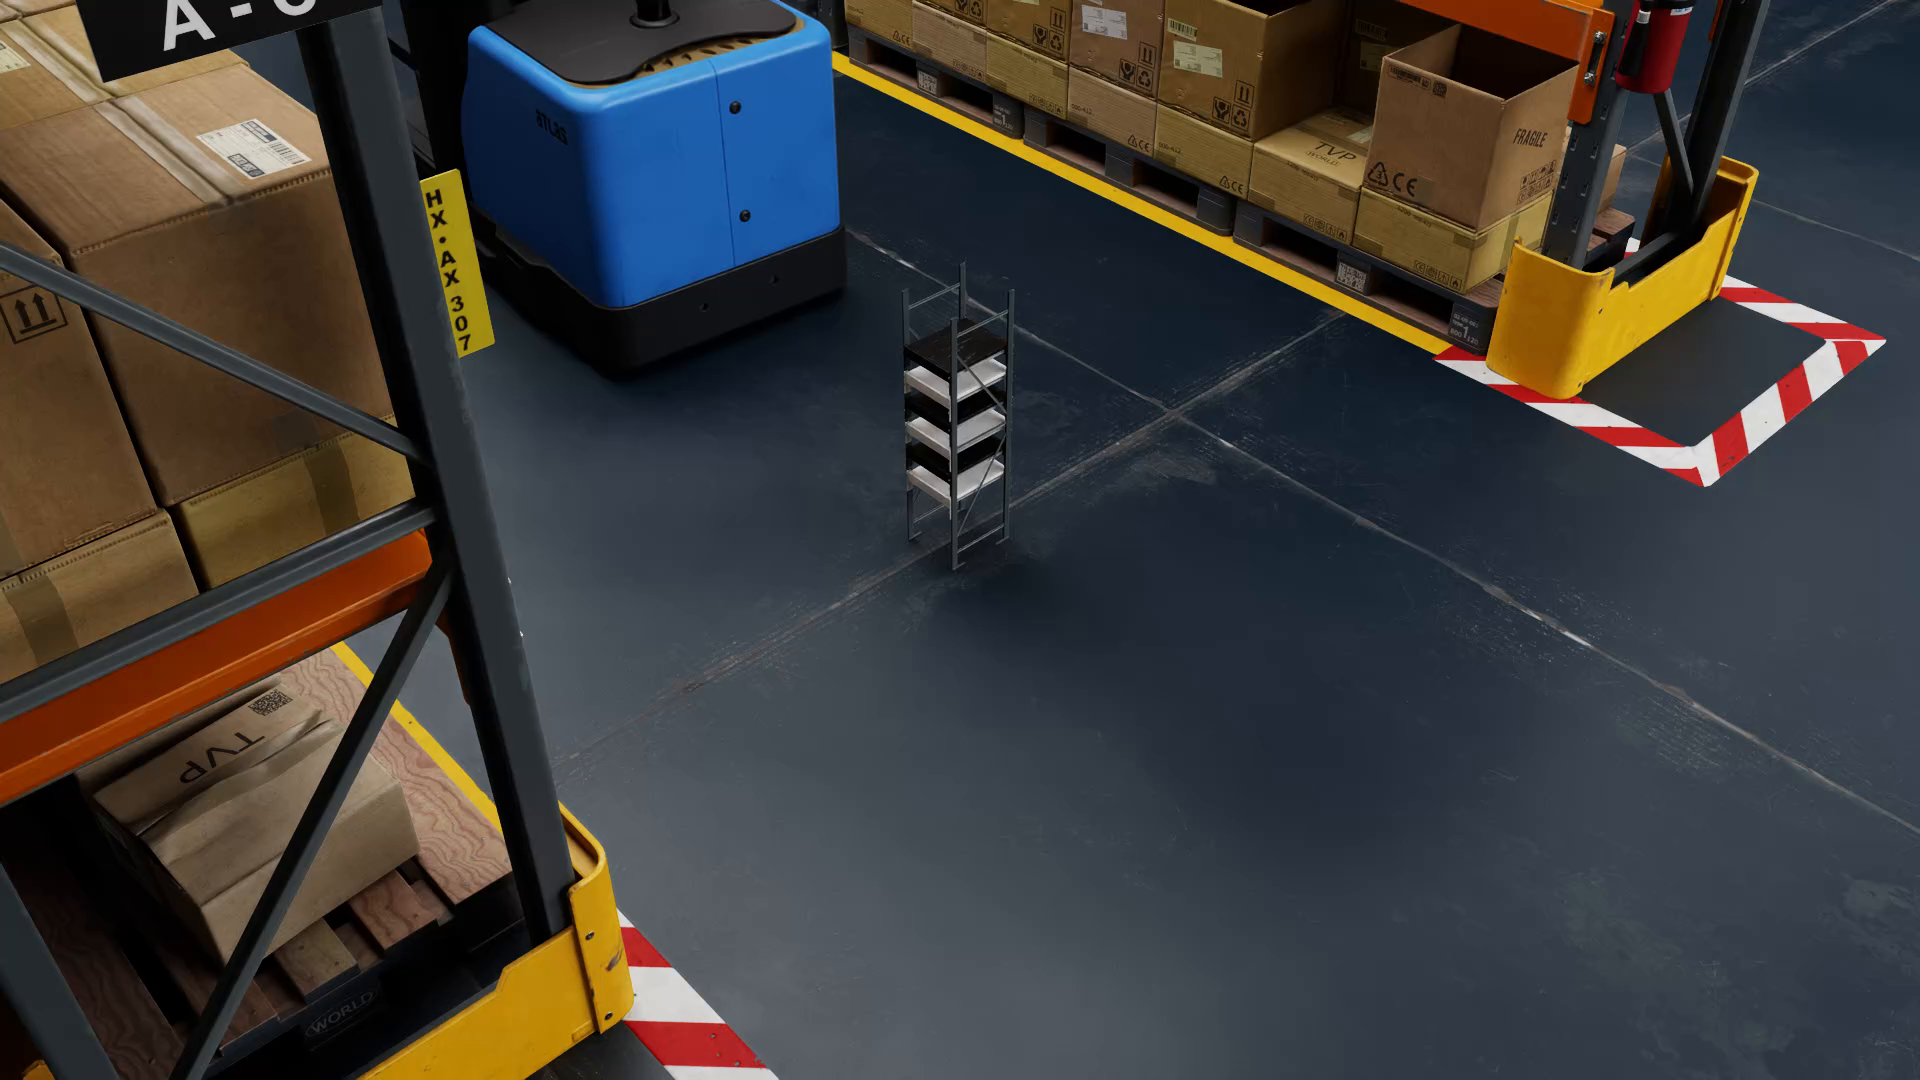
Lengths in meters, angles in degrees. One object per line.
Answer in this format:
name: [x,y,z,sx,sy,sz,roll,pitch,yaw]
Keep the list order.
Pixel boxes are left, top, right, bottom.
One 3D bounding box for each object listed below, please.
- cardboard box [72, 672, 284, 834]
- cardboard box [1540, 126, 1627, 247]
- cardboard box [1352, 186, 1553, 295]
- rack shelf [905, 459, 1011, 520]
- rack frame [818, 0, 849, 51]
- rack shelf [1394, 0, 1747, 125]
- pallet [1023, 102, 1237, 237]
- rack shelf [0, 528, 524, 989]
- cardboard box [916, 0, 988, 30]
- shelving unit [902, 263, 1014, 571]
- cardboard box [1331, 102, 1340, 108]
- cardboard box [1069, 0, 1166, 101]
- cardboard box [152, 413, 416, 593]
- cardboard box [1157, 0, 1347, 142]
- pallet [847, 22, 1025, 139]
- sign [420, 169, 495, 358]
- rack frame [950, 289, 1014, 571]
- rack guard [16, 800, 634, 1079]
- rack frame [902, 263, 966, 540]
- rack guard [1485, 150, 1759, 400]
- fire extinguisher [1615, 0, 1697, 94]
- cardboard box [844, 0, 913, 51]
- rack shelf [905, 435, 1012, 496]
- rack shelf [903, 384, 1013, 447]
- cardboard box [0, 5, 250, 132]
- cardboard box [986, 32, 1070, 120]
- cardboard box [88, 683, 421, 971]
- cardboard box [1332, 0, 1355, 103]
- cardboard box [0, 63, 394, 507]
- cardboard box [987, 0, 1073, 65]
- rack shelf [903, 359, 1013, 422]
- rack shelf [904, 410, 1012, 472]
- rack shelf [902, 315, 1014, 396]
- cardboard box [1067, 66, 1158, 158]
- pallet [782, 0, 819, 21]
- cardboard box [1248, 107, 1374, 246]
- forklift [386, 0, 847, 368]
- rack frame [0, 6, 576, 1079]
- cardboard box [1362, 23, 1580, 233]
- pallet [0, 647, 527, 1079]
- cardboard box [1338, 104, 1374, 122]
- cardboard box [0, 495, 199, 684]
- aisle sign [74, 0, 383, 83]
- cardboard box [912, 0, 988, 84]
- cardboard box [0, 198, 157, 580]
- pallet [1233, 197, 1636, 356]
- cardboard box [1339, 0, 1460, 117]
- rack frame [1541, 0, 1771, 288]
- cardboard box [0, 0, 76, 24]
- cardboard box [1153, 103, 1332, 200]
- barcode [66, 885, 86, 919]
cardboard box: [-2.022,0.376,4.187,0.500,0.311,0.500,-26,46,-28]
cardboard box: [2.213,-1.420,6.475,0.500,0.250,0.500,-30,48,-32]
cardboard box: [1.831,-1.200,6.202,0.500,0.250,0.500,-30,48,-32]
rack shelf: [-0.005,-0.188,5.106,0.258,0.077,0.200,-30,48,-32]
rack frame: [-0.294,-3.834,7.610,1.000,3.000,0.127,-30,48,-32]
rack shelf: [1.059,-2.629,6.690,1.077,0.370,4.000,-30,48,-32]
pallet: [1.043,-1.799,7.309,1.003,0.211,1.213,-30,48,-32]
rack shelf: [-2.587,-0.522,4.082,1.077,0.370,4.000,-30,48,-32]
cardboard box: [0.133,-2.644,7.394,0.500,0.500,0.500,-30,48,-32]
shelving unit: [-0.005,-0.354,4.972,0.258,0.900,0.210,-30,48,-32]
cardboard box: [1.534,-1.881,7.046,0.500,0.250,0.500,-30,48,-32]
cardboard box: [0.805,-2.179,6.818,0.500,0.500,0.500,-30,48,-32]
cardboard box: [-1.331,-0.187,3.197,0.500,0.250,0.500,-31,48,-33]
cardboard box: [1.143,-1.947,6.531,0.500,0.500,0.500,-30,48,-32]
pallet: [0.213,-2.364,8.009,1.003,0.211,1.213,-30,48,-32]
sign: [-0.835,-0.444,2.723,0.100,0.325,0.005,-30,48,-32]
rack frame: [0.063,-0.307,4.914,0.240,0.900,0.006,-30,48,-32]
rack guard: [-1.286,1.061,3.539,1.175,0.500,0.348,-30,48,-32]
rack frame: [-0.074,-0.401,5.030,0.240,0.900,0.006,-30,48,-32]
rack guard: [2.428,-1.000,6.090,1.175,0.500,0.348,-30,48,-32]
fire extinguisher: [2.149,-1.701,5.030,0.296,0.674,0.183,-30,48,-32]
cardboard box: [-0.203,-2.585,7.917,0.500,0.250,0.500,-30,48,-32]
rack shelf: [-0.005,-0.258,5.049,0.258,0.077,0.200,-30,48,-32]
rack shelf: [-0.005,-0.398,4.936,0.258,0.077,0.200,-30,48,-32]
cardboard box: [-1.663,-0.699,3.235,0.500,0.500,0.500,-30,48,-32]
cardboard box: [0.465,-2.117,7.339,0.500,0.250,0.500,-30,48,-32]
cardboard box: [-1.636,0.640,3.860,0.500,0.311,0.500,29,47,31]
cardboard box: [1.526,-2.168,6.804,0.500,0.500,0.500,-30,48,-32]
cardboard box: [-1.336,-0.466,2.947,0.500,0.500,0.500,-30,48,-32]
cardboard box: [0.466,-2.409,7.103,0.500,0.500,0.500,-30,48,-32]
rack shelf: [-0.005,-0.468,4.880,0.258,0.077,0.200,-30,48,-32]
rack shelf: [-0.005,-0.328,4.993,0.258,0.077,0.200,-30,48,-32]
rack shelf: [-0.005,-0.538,4.823,0.258,0.077,0.200,-30,48,-32]
cardboard box: [0.808,-1.889,7.055,0.500,0.250,0.500,-30,48,-32]
pallet: [-0.821,-3.074,8.888,1.003,0.211,1.213,-30,48,-32]
cardboard box: [1.484,-1.426,6.482,0.500,0.250,0.500,-30,48,-32]
forklift: [-1.742,-2.614,6.154,1.130,2.935,3.031,-27,46,-29]
rack frame: [-1.235,0.124,2.710,1.000,3.000,0.127,-30,48,-32]
cardboard box: [1.830,-1.490,5.965,0.500,0.500,0.500,-30,48,-32]
pallet: [-1.809,0.782,4.113,1.003,0.211,1.213,-30,48,-32]
cardboard box: [1.872,-1.649,6.759,0.500,0.250,0.500,-30,48,-32]
cardboard box: [-1.694,0.040,2.916,0.500,0.250,0.500,-29,47,-31]
aisle sign: [-0.965,-0.982,2.009,0.394,0.787,0.004,-30,48,-32]
cardboard box: [0.131,-2.351,7.628,0.500,0.250,0.500,-30,48,-32]
cardboard box: [-1.710,-0.245,2.673,0.500,0.500,0.500,-31,48,-32]
pallet: [1.864,-1.235,6.610,1.003,0.211,1.213,-30,48,-32]
cardboard box: [1.873,-1.942,6.524,0.500,0.500,0.500,-30,48,-32]
rack frame: [2.412,-1.983,5.318,1.000,3.000,0.127,-30,48,-32]
cardboard box: [-2.008,-0.941,3.534,0.500,0.500,0.500,-32,49,-33]
cardboard box: [1.145,-1.656,6.768,0.500,0.250,0.500,-30,48,-32]
barcode: [-1.943,0.798,3.657,0.001,0.075,0.075,-30,48,-32]
